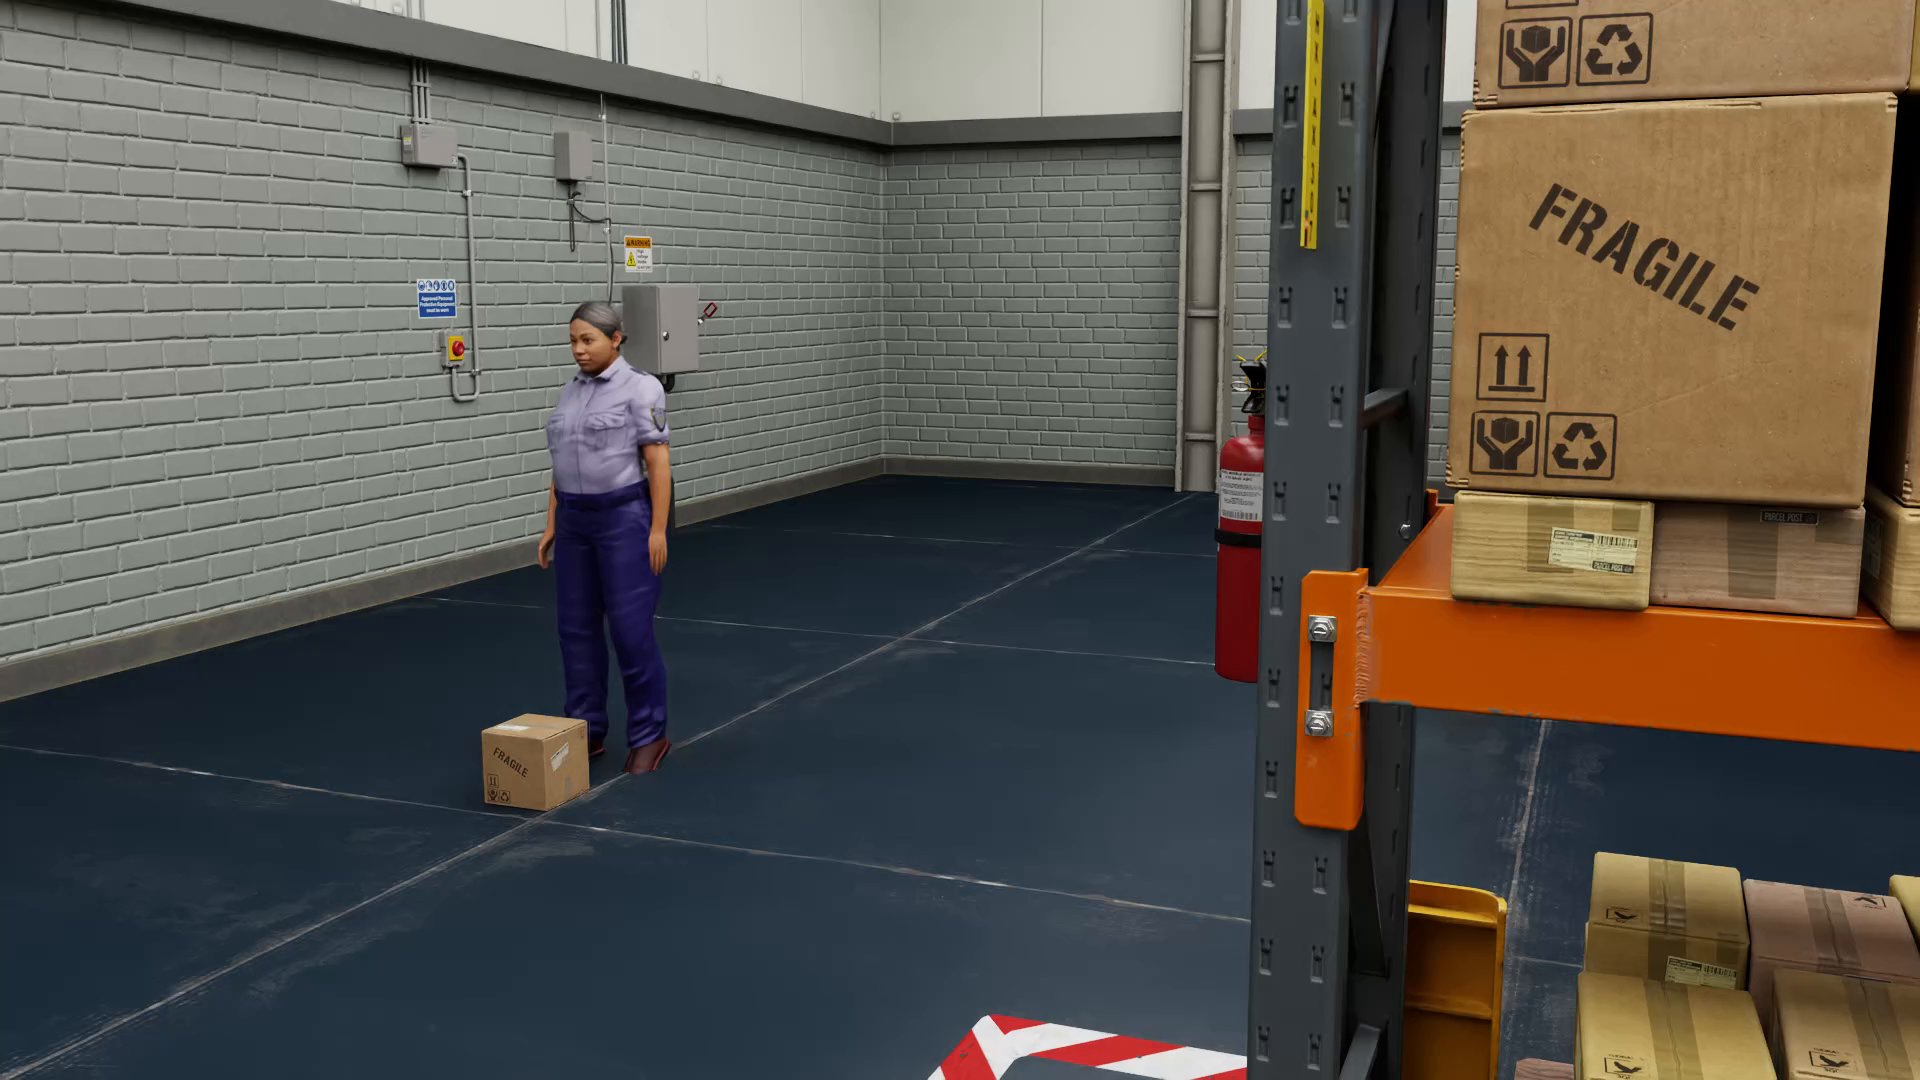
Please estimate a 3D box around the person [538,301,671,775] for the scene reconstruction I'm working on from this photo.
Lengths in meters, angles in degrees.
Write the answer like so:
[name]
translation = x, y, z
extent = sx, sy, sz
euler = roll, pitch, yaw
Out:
[person]
translation = -1.302, 0.027, 5.908
extent = 0.513, 1.738, 0.472
euler = 5, 10, 31
